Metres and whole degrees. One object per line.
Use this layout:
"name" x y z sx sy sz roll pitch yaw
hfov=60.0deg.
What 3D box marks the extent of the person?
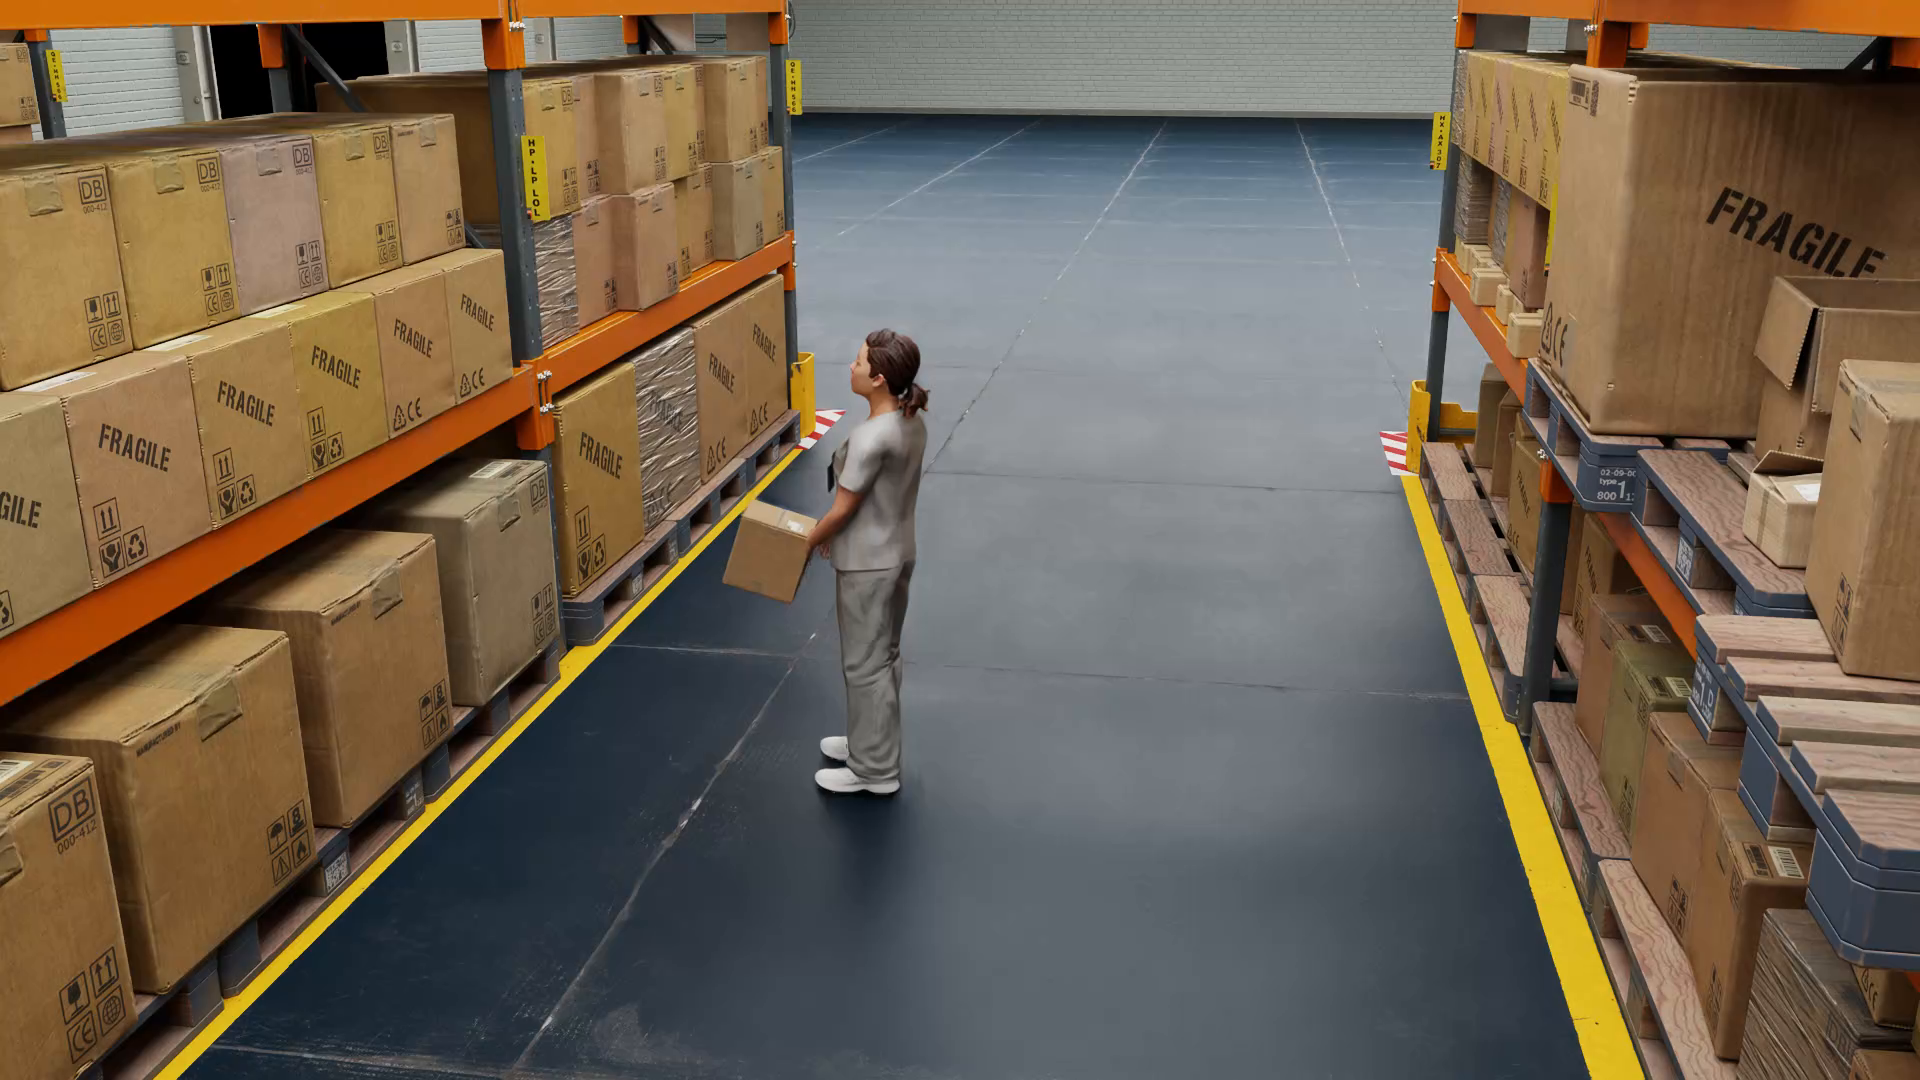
"person" -0.340 0.084 5.786 0.522 1.675 0.475 7 19 19
